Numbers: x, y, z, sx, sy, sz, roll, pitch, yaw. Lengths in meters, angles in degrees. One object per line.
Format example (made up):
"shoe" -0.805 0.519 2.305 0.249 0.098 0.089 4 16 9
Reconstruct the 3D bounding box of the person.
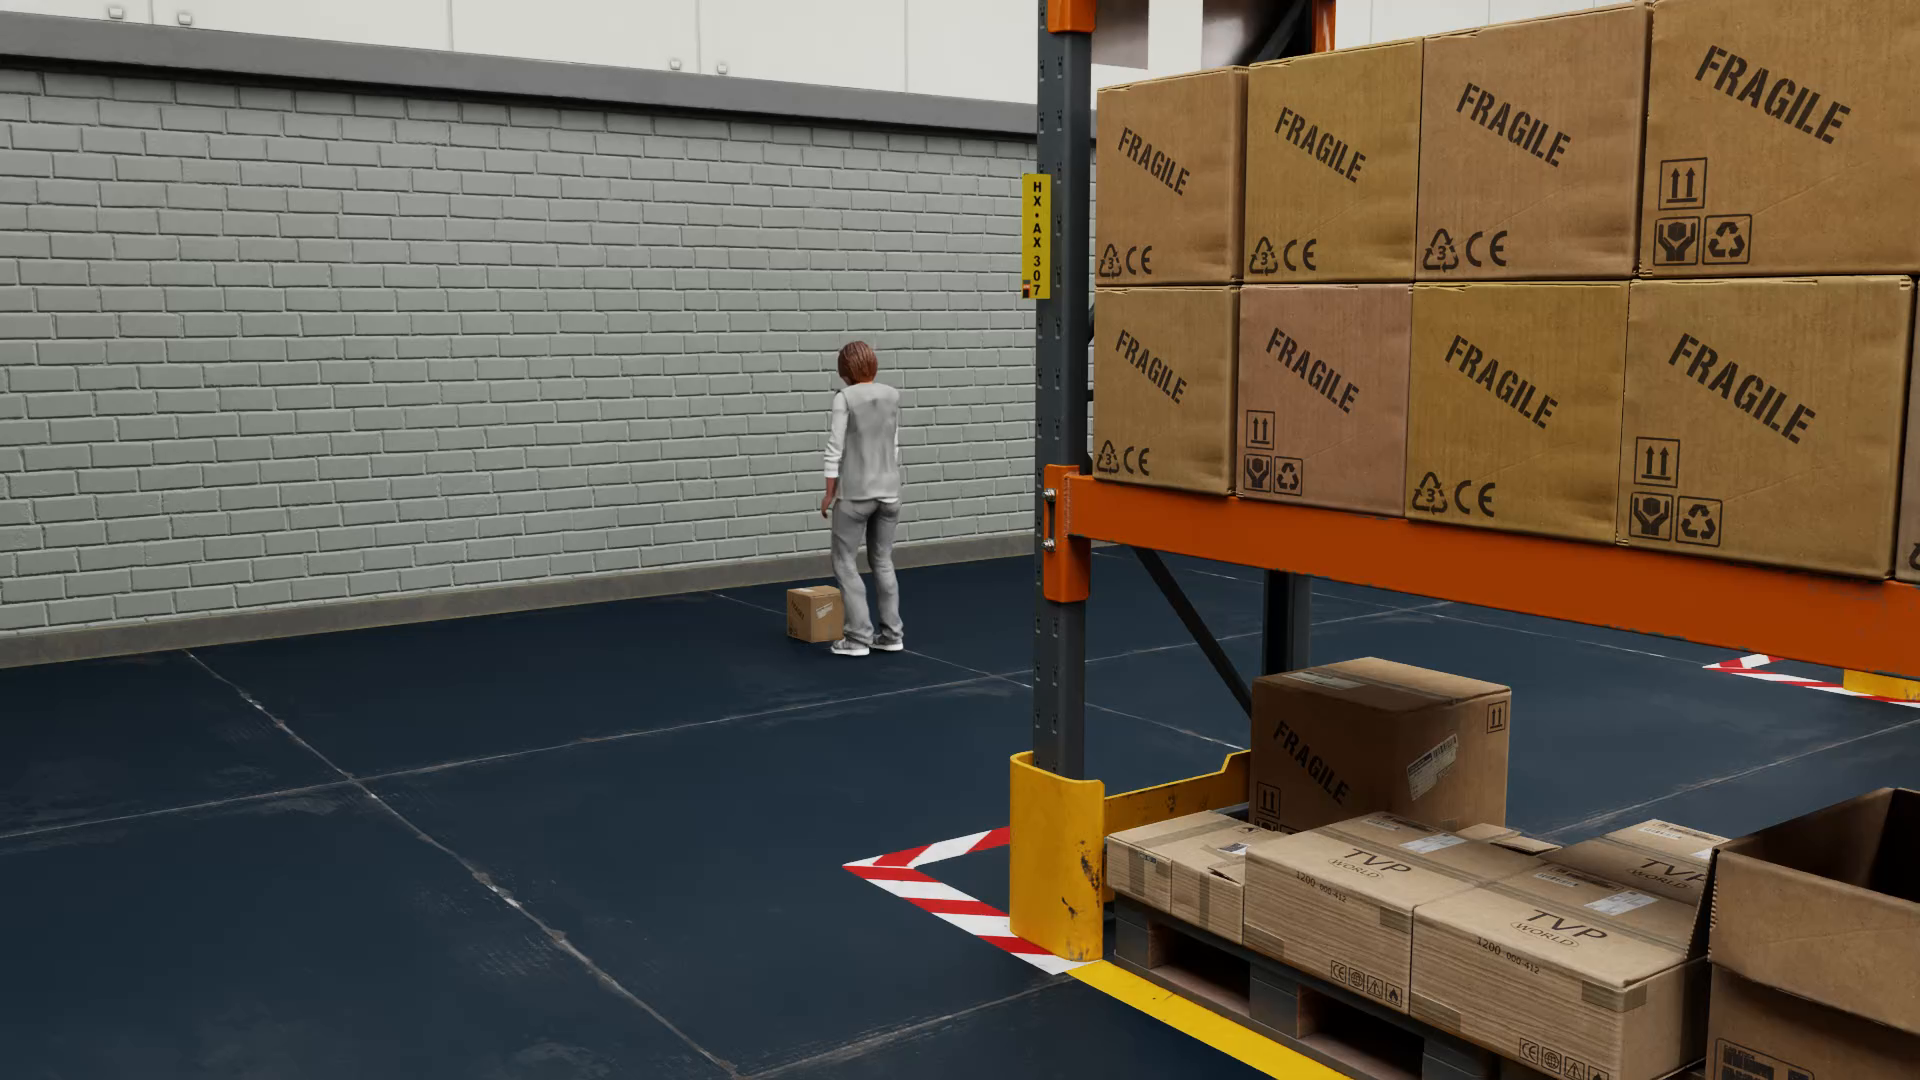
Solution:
"person" -0.496 -0.195 8.384 0.423 1.566 0.368 -6 10 -34
